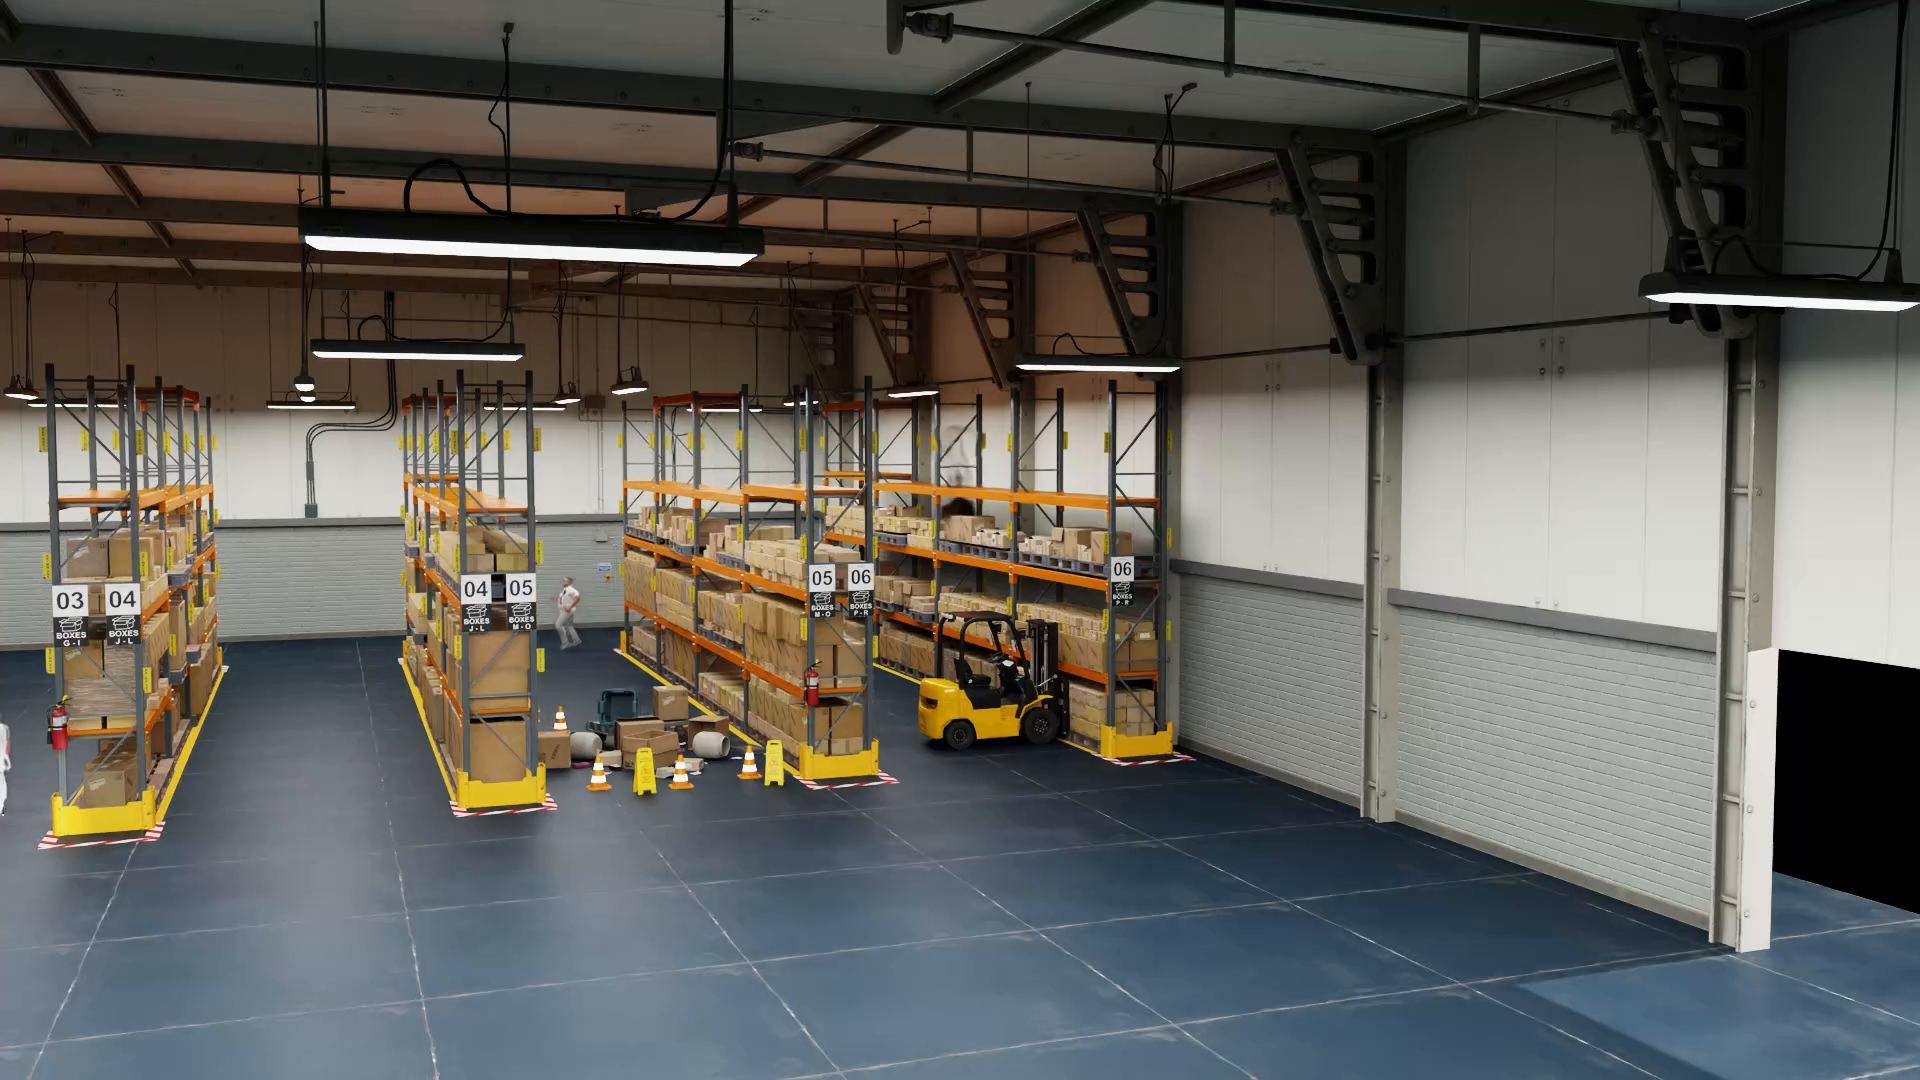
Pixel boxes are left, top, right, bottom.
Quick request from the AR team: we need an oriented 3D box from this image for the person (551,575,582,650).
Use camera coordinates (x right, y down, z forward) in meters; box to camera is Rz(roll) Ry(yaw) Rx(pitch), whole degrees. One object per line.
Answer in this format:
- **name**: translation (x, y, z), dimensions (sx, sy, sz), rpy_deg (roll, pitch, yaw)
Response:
- **person**: translation (-9.550, 1.773, 40.315), dimensions (0.726, 1.845, 0.639), rpy_deg (-1, 4, -18)

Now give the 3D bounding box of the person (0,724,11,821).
- **person**: translation (-12.105, 2.903, 20.665), dimensions (0.911, 1.785, 0.663), rpy_deg (3, 4, 40)
